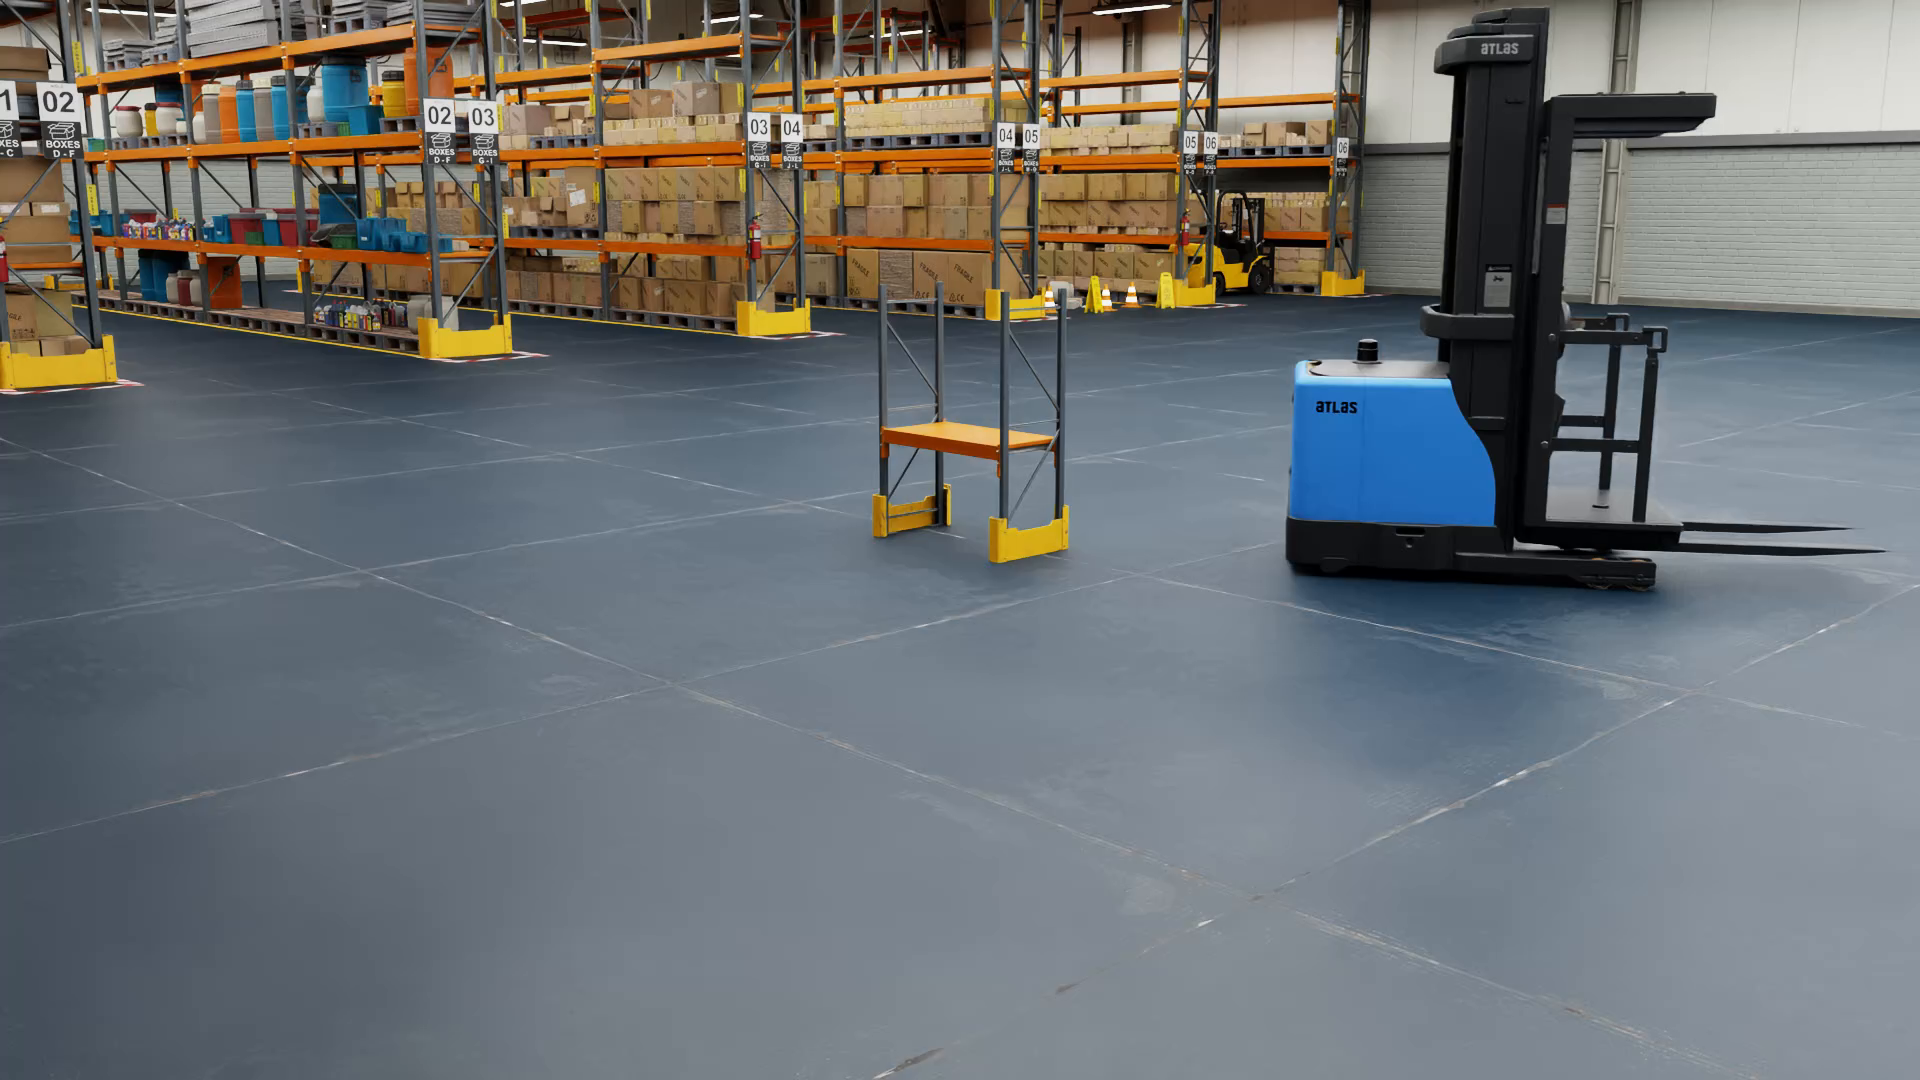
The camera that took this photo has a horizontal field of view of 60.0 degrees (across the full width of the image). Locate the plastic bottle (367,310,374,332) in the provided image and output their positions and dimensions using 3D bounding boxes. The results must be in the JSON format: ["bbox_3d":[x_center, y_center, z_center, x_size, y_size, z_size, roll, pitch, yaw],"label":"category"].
[{"bbox_3d":[-7.993,-2.975,22.562,0.061,0.283,0.133,-10,16,-41],"label":"plastic bottle"}]

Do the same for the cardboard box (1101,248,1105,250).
[{"bbox_3d":[3.841,-6.557,39.149,0.625,0.625,0.875,11,16,43],"label":"cardboard box"}]

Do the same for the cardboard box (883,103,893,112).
[{"bbox_3d":[-1.126,-7.562,29.105,0.380,0.149,0.250,-11,16,-42],"label":"cardboard box"}]

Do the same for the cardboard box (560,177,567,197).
[{"bbox_3d":[-8.586,-7.854,37.135,0.500,0.500,0.500,-10,16,-41],"label":"cardboard box"}]

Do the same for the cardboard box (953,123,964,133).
[{"bbox_3d":[0.099,-6.912,27.927,0.380,0.149,0.250,-11,16,-42],"label":"cardboard box"}]

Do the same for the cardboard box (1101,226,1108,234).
[{"bbox_3d":[2.981,-6.068,32.552,0.380,0.149,0.250,-11,16,-43],"label":"cardboard box"}]

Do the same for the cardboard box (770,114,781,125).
[{"bbox_3d":[-2.755,-6.223,24.631,0.380,0.149,0.250,-11,16,-43],"label":"cardboard box"}]

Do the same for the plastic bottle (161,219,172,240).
[{"bbox_3d":[-13.296,-5.208,27.877,0.144,0.351,0.185,-11,16,-43],"label":"plastic bottle"}]

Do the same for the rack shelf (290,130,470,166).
[{"bbox_3d":[-7.695,-5.278,22.444,1.077,0.370,4.000,-11,16,-43],"label":"rack shelf"}]

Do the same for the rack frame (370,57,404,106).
[{"bbox_3d":[-11.019,-9.249,32.502,1.000,3.000,0.127,-11,16,-43],"label":"rack frame"}]

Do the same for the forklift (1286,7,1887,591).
[{"bbox_3d":[3.341,-1.286,8.891,3.031,2.935,1.130,2,12,11],"label":"forklift"}]

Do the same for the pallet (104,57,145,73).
[{"bbox_3d":[-14.008,-8.154,28.646,1.003,0.211,1.213,-11,16,-43],"label":"pallet"}]

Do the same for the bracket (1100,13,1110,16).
[{"bbox_3d":[3.507,-12.448,39.108,0.235,0.232,0.430,-11,16,-43],"label":"bracket"}]

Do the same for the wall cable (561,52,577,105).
[{"bbox_3d":[-10.746,-12.004,45.877,0.463,3.000,0.029,-11,16,-43],"label":"wall cable"}]

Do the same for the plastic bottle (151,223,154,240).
[{"bbox_3d":[-13.697,-5.247,28.264,0.097,0.271,0.097,0,12,0],"label":"plastic bottle"}]

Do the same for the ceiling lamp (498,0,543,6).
[{"bbox_3d":[-8.449,-12.370,33.186,0.800,3.185,2.000,-11,16,-43],"label":"ceiling lamp"}]

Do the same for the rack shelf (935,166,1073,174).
[{"bbox_3d":[1.117,-9.209,41.524,1.077,0.370,4.000,-11,16,-43],"label":"rack shelf"}]

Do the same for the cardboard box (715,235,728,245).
[{"bbox_3d":[-3.460,-4.515,25.014,0.380,0.149,0.250,-11,16,-43],"label":"cardboard box"}]

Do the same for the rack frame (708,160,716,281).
[{"bbox_3d":[-4.599,-6.403,33.557,1.000,3.000,0.127,-11,16,-43],"label":"rack frame"}]

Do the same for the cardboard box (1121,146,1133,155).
[{"bbox_3d":[3.299,-7.451,31.830,0.380,0.149,0.250,-11,16,-43],"label":"cardboard box"}]

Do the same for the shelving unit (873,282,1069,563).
[{"bbox_3d":[0.053,-0.723,9.706,0.587,1.500,1.083,-11,16,-43],"label":"shelving unit"}]

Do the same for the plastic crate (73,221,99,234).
[{"bbox_3d":[-16.315,-5.834,31.059,0.416,0.233,0.300,-11,16,-43],"label":"plastic crate"}]

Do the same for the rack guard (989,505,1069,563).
[{"bbox_3d":[0.397,-0.039,9.479,0.587,0.250,0.087,-11,16,-43],"label":"rack guard"}]

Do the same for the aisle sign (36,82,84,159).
[{"bbox_3d":[-9.632,-4.486,17.808,0.394,0.787,0.004,-11,16,-43],"label":"aisle sign"}]

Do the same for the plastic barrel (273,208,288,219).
[{"bbox_3d":[-10.384,-4.860,25.729,0.433,0.535,0.433,0,12,0],"label":"plastic barrel"}]

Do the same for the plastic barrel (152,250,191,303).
[{"bbox_3d":[-13.749,-4.613,29.028,0.600,0.901,0.708,-11,16,-43],"label":"plastic barrel"}]

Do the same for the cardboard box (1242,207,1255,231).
[{"bbox_3d":[6.432,-6.940,35.916,0.500,0.500,0.500,-11,16,-42],"label":"cardboard box"}]

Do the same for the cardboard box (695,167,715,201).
[{"bbox_3d":[-3.640,-5.362,25.039,0.500,0.500,0.500,-11,16,-43],"label":"cardboard box"}]

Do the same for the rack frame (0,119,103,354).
[{"bbox_3d":[-9.899,-3.179,17.909,1.000,3.000,0.127,-11,16,-43],"label":"rack frame"}]

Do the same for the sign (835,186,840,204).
[{"bbox_3d":[-2.223,-6.271,30.241,0.100,0.325,0.005,-11,16,-43],"label":"sign"}]

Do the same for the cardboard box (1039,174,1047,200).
[{"bbox_3d":[1.820,-7.114,33.544,0.700,0.500,0.500,-11,16,-43],"label":"cardboard box"}]

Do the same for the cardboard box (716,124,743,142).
[{"bbox_3d":[-3.249,-5.990,24.489,0.500,0.250,0.500,-10,16,-41],"label":"cardboard box"}]

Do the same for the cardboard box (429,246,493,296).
[{"bbox_3d":[-9.328,-5.127,31.586,1.225,0.875,0.875,-11,16,-42],"label":"cardboard box"}]

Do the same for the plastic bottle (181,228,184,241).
[{"bbox_3d":[-12.720,-5.006,27.269,0.097,0.201,0.097,0,12,0],"label":"plastic bottle"}]

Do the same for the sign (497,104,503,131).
[{"bbox_3d":[-5.913,-5.419,21.322,0.100,0.325,0.005,-11,16,-43],"label":"sign"}]

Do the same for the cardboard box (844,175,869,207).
[{"bbox_3d":[-1.607,-6.363,30.315,0.875,0.550,0.550,-11,16,-43],"label":"cardboard box"}]

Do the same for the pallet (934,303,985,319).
[{"bbox_3d":[0.316,-3.976,28.685,1.003,0.211,1.213,-11,16,-43],"label":"pallet"}]

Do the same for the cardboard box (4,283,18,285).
[{"bbox_3d":[-11.846,-2.877,20.359,0.500,0.500,0.500,-11,16,-43],"label":"cardboard box"}]

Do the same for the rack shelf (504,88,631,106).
[{"bbox_3d":[-8.743,-9.863,37.275,1.077,0.370,4.000,-11,16,-43],"label":"rack shelf"}]

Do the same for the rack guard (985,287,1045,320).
[{"bbox_3d":[0.942,-4.008,28.125,1.175,0.500,0.348,-11,16,-43],"label":"rack guard"}]

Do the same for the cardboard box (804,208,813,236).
[{"bbox_3d":[-2.740,-5.981,31.260,0.500,0.500,0.500,-11,16,-43],"label":"cardboard box"}]

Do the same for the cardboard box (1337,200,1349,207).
[{"bbox_3d":[7.976,-7.085,35.010,0.250,0.149,0.380,11,16,44],"label":"cardboard box"}]

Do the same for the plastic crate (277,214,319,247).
[{"bbox_3d":[-9.632,-4.512,24.220,0.402,0.464,0.583,-11,16,-43],"label":"plastic crate"}]

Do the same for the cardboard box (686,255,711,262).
[{"bbox_3d":[-5.261,-5.815,33.999,0.500,0.250,0.500,11,16,44],"label":"cardboard box"}]

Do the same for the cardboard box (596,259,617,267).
[{"bbox_3d":[-7.796,-6.103,36.652,0.380,0.149,0.250,-10,15,-41],"label":"cardboard box"}]

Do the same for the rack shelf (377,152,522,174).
[{"bbox_3d":[-9.638,-7.135,31.461,1.077,0.370,4.000,-11,16,-43],"label":"rack shelf"}]

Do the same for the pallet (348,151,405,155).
[{"bbox_3d":[-11.576,-7.857,33.400,1.003,0.211,1.213,-11,16,-43],"label":"pallet"}]

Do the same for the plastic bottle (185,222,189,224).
[{"bbox_3d":[-13.495,-5.420,29.093,0.152,0.276,0.135,-11,16,-43],"label":"plastic bottle"}]

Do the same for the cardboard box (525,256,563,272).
[{"bbox_3d":[-7.399,-4.916,29.583,0.500,0.250,0.500,-9,14,-36],"label":"cardboard box"}]

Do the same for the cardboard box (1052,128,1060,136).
[{"bbox_3d":[2.031,-8.095,32.984,0.250,0.149,0.380,11,16,43],"label":"cardboard box"}]

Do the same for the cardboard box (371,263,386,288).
[{"bbox_3d":[-11.417,-5.583,33.801,0.875,0.875,0.875,-11,16,-43],"label":"cardboard box"}]

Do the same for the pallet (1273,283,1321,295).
[{"bbox_3d":[7.465,-5.372,35.465,1.003,0.211,1.213,-11,16,-43],"label":"pallet"}]

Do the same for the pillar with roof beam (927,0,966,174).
[{"bbox_3d":[-3.207,-10.949,40.756,9.100,9.000,0.548,-11,16,-43],"label":"pillar with roof beam"}]

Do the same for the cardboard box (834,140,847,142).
[{"bbox_3d":[-2.516,-9.048,37.674,0.500,0.500,0.500,-11,16,-42],"label":"cardboard box"}]
